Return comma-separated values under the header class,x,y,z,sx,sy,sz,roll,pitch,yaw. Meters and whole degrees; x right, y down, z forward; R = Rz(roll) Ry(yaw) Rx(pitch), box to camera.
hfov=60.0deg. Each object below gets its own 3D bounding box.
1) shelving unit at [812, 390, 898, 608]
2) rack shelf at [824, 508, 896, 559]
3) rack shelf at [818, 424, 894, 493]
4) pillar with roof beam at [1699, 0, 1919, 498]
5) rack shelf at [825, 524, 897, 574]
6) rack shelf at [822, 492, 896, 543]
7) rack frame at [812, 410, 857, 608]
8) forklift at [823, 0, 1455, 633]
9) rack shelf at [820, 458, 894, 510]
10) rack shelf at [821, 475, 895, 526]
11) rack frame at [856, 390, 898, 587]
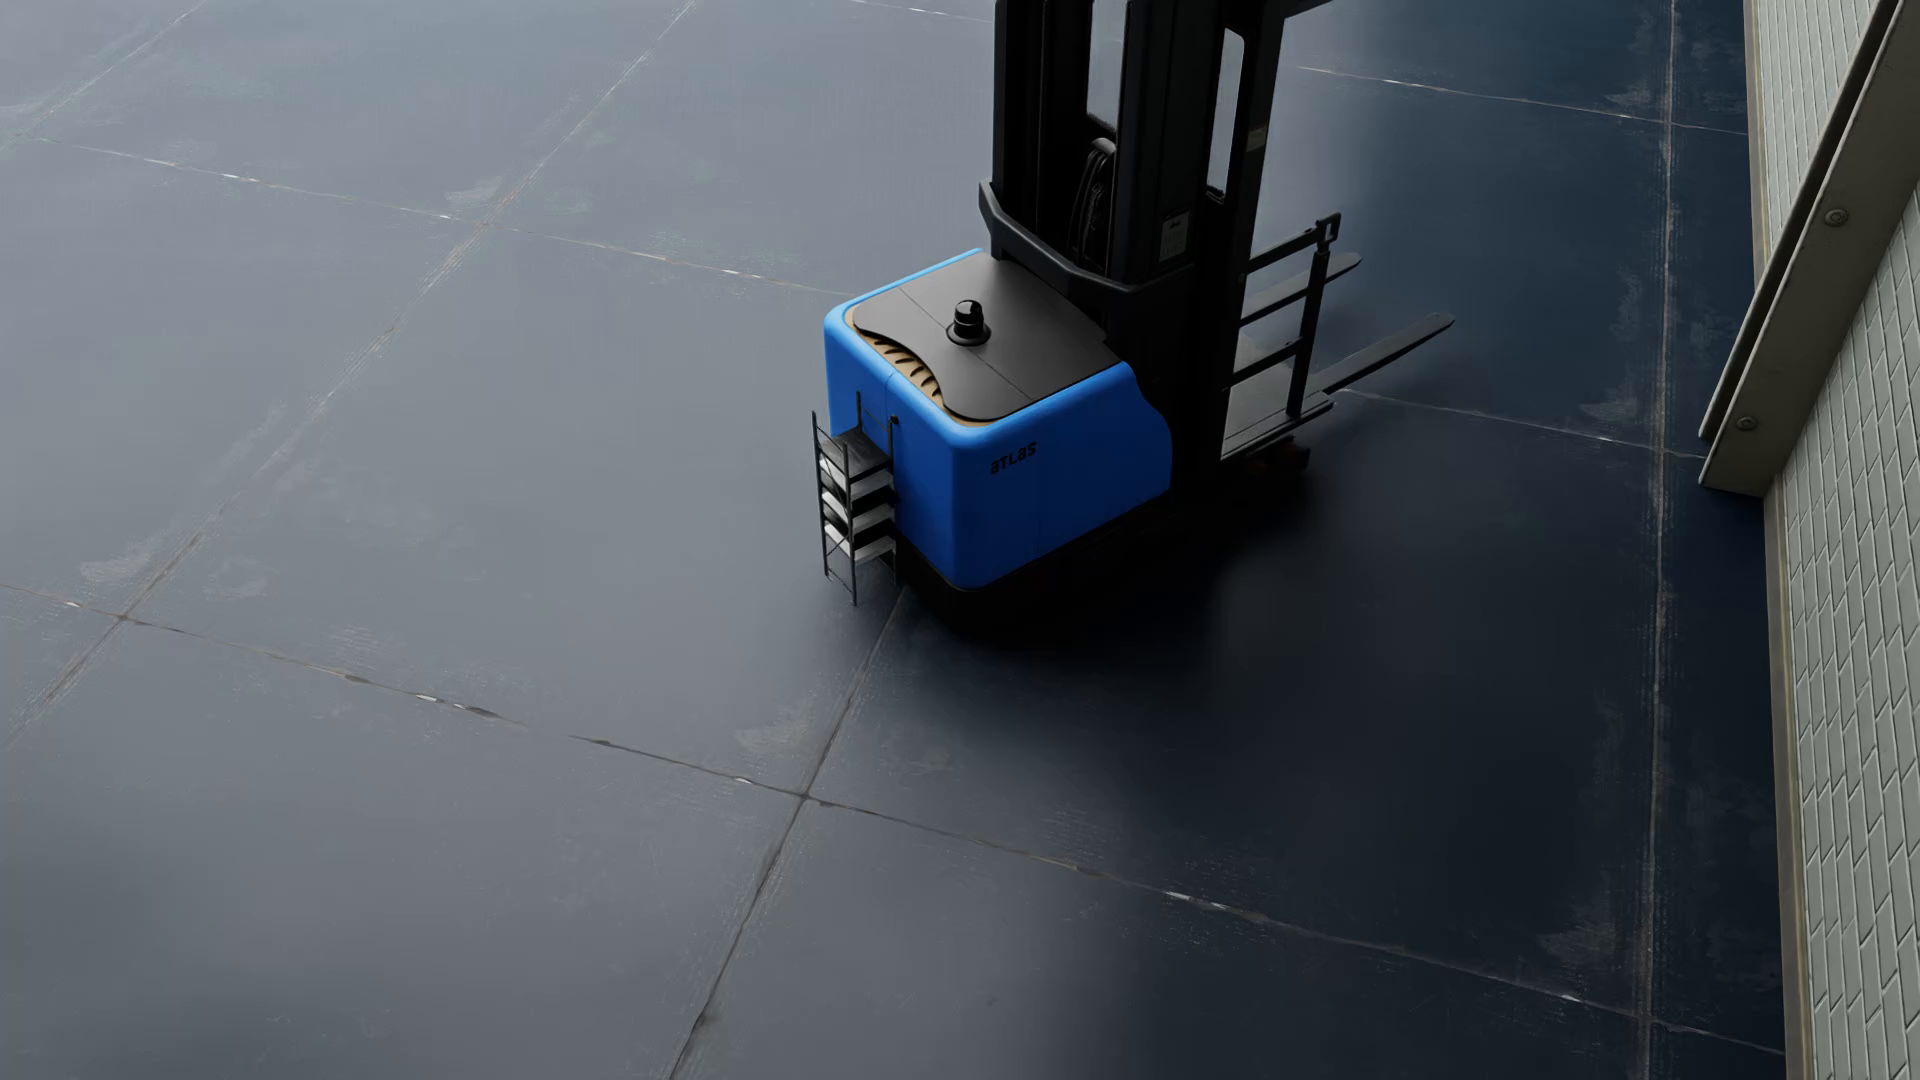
class,x,y,z,sx,sy,sz,roll,pitch,yaw
shelving unit,-0.414,-0.151,6.660,0.210,0.900,0.258,-27,50,-25
rack shelf,-0.414,-0.062,6.746,0.200,0.077,0.258,-27,50,-25
rack shelf,-0.414,-0.320,6.494,0.200,0.077,0.258,-27,50,-25
pillar with roof beam,-0.608,-4.472,5.285,9.100,9.000,0.400,13,46,13
rack shelf,-0.414,0.002,6.809,0.200,0.077,0.258,-27,50,-25
rack shelf,-0.414,-0.127,6.683,0.200,0.077,0.258,-27,50,-25
rack frame,-0.496,-0.109,6.617,0.006,0.900,0.240,-27,50,-25
forklift,0.937,-1.510,6.597,3.031,2.935,1.130,-27,50,-25
rack shelf,-0.414,-0.255,6.557,0.200,0.077,0.258,-27,50,-25
rack shelf,-0.414,-0.191,6.620,0.200,0.077,0.258,-27,50,-25
rack frame,-0.332,-0.192,6.702,0.006,0.900,0.240,-27,50,-25
